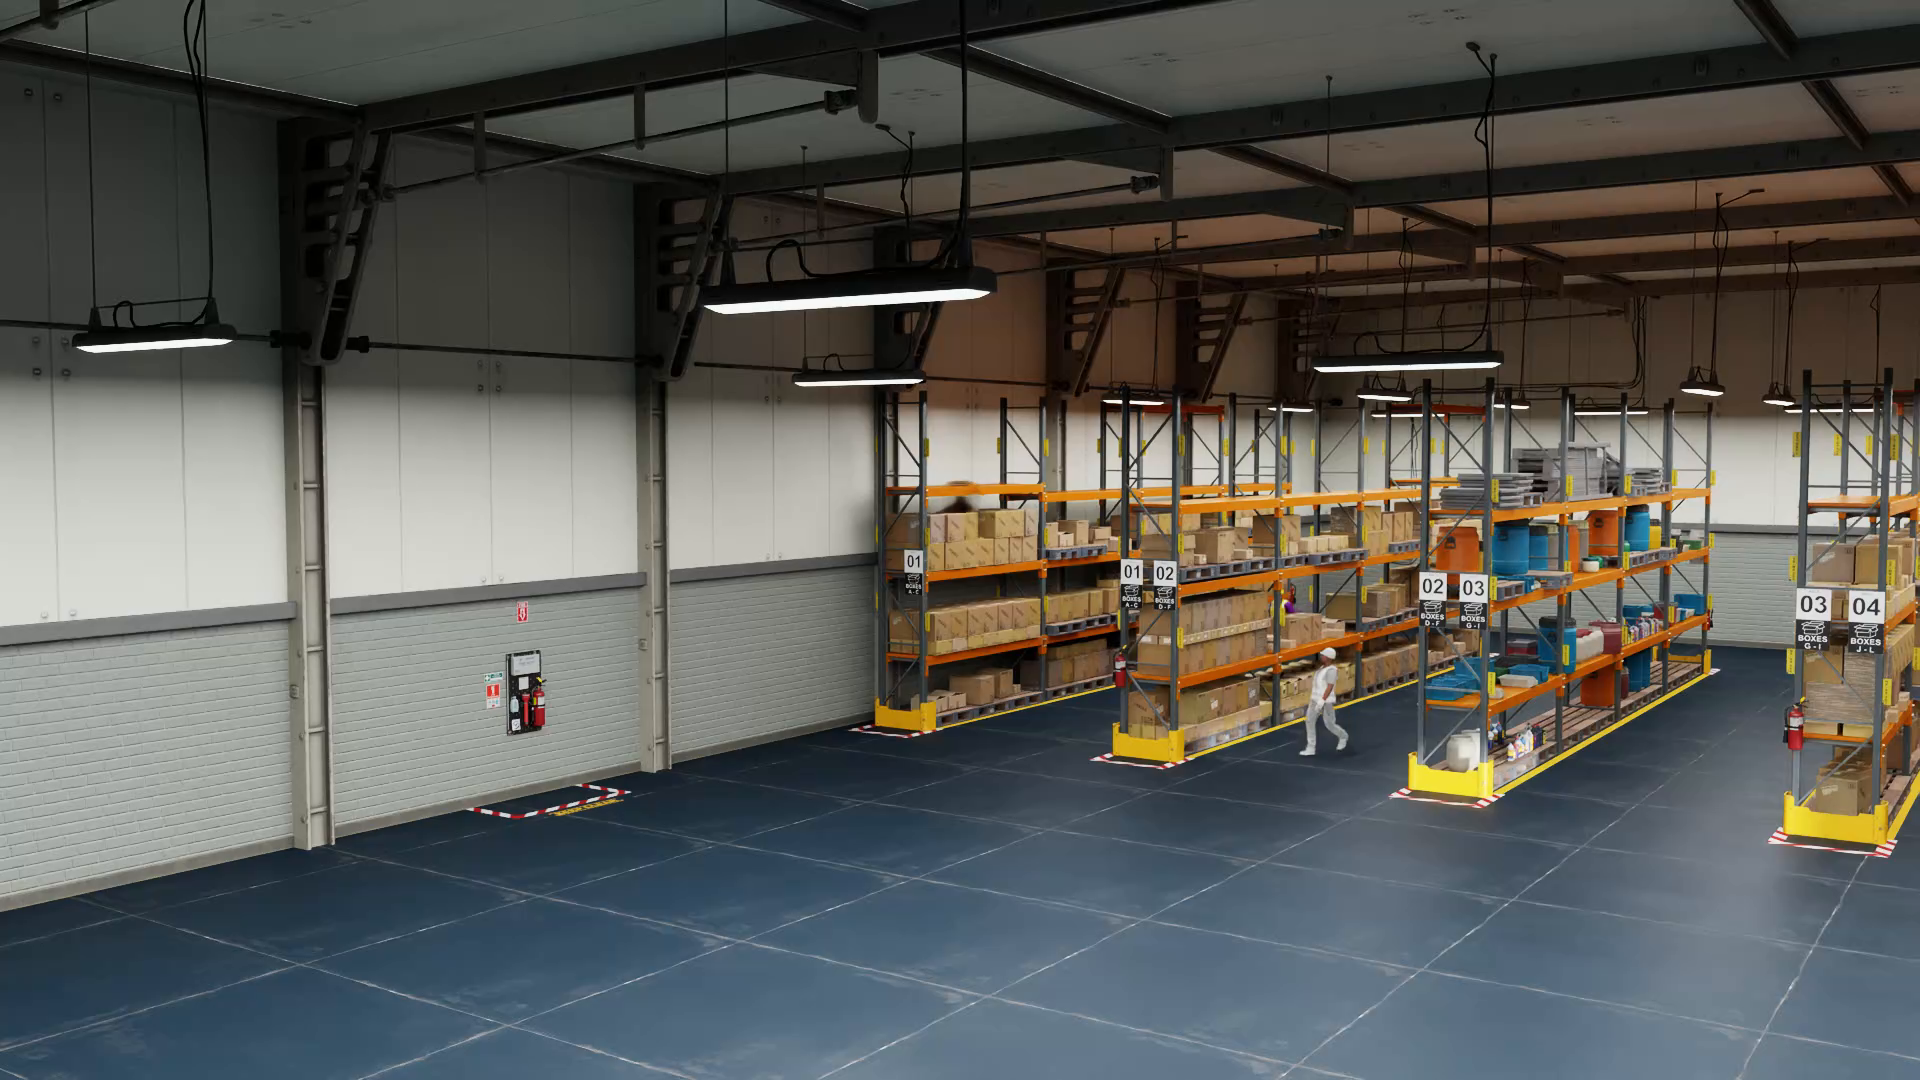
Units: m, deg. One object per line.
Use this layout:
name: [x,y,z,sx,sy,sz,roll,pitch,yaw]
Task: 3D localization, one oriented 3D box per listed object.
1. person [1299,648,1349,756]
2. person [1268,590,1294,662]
person: [5.950,2.617,26.998,0.919,1.745,0.513,-2,4,-36]
person: [7.318,1.974,38.169,0.722,1.737,1.016,2,4,32]
